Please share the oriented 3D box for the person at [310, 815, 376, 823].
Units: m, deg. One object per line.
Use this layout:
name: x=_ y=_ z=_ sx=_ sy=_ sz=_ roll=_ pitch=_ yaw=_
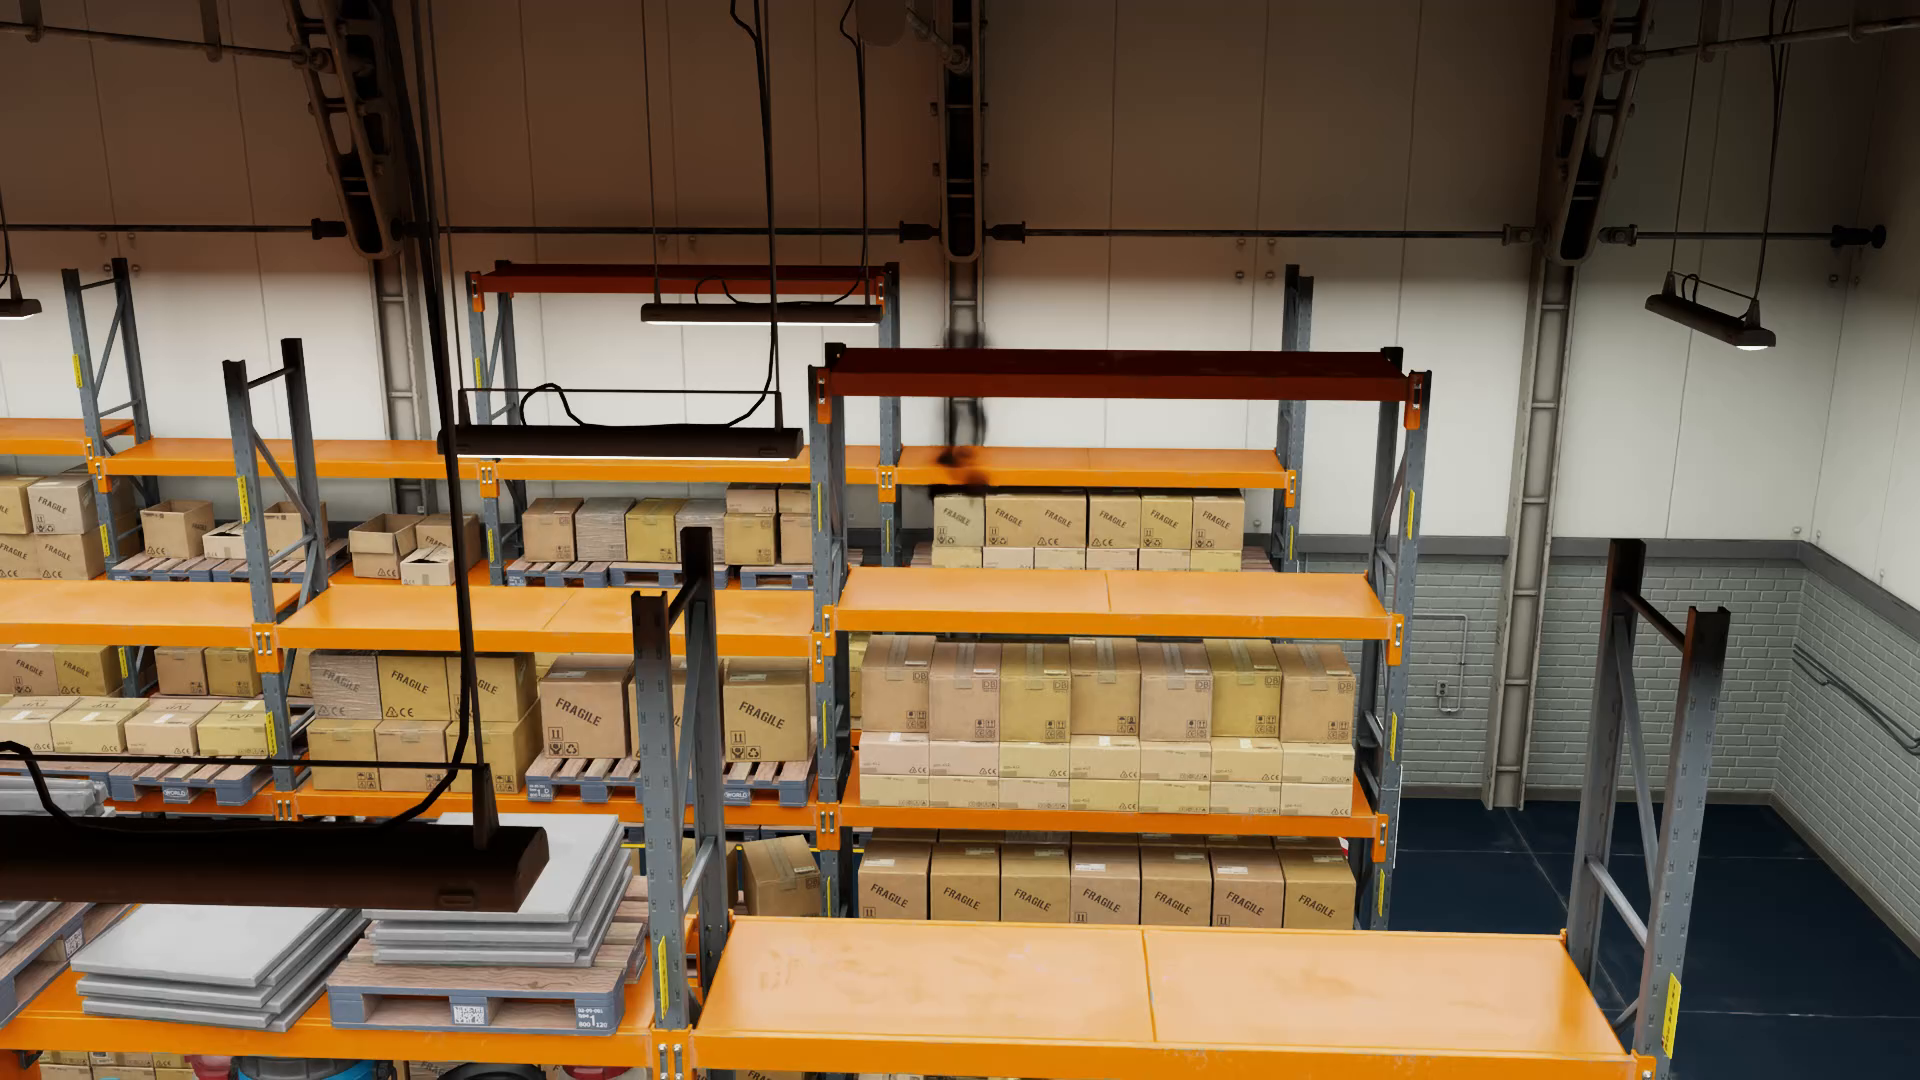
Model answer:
person: x=-5.558 y=3.055 z=15.129 sx=0.886 sy=1.638 sz=0.566 roll=0 pitch=16 yaw=1
